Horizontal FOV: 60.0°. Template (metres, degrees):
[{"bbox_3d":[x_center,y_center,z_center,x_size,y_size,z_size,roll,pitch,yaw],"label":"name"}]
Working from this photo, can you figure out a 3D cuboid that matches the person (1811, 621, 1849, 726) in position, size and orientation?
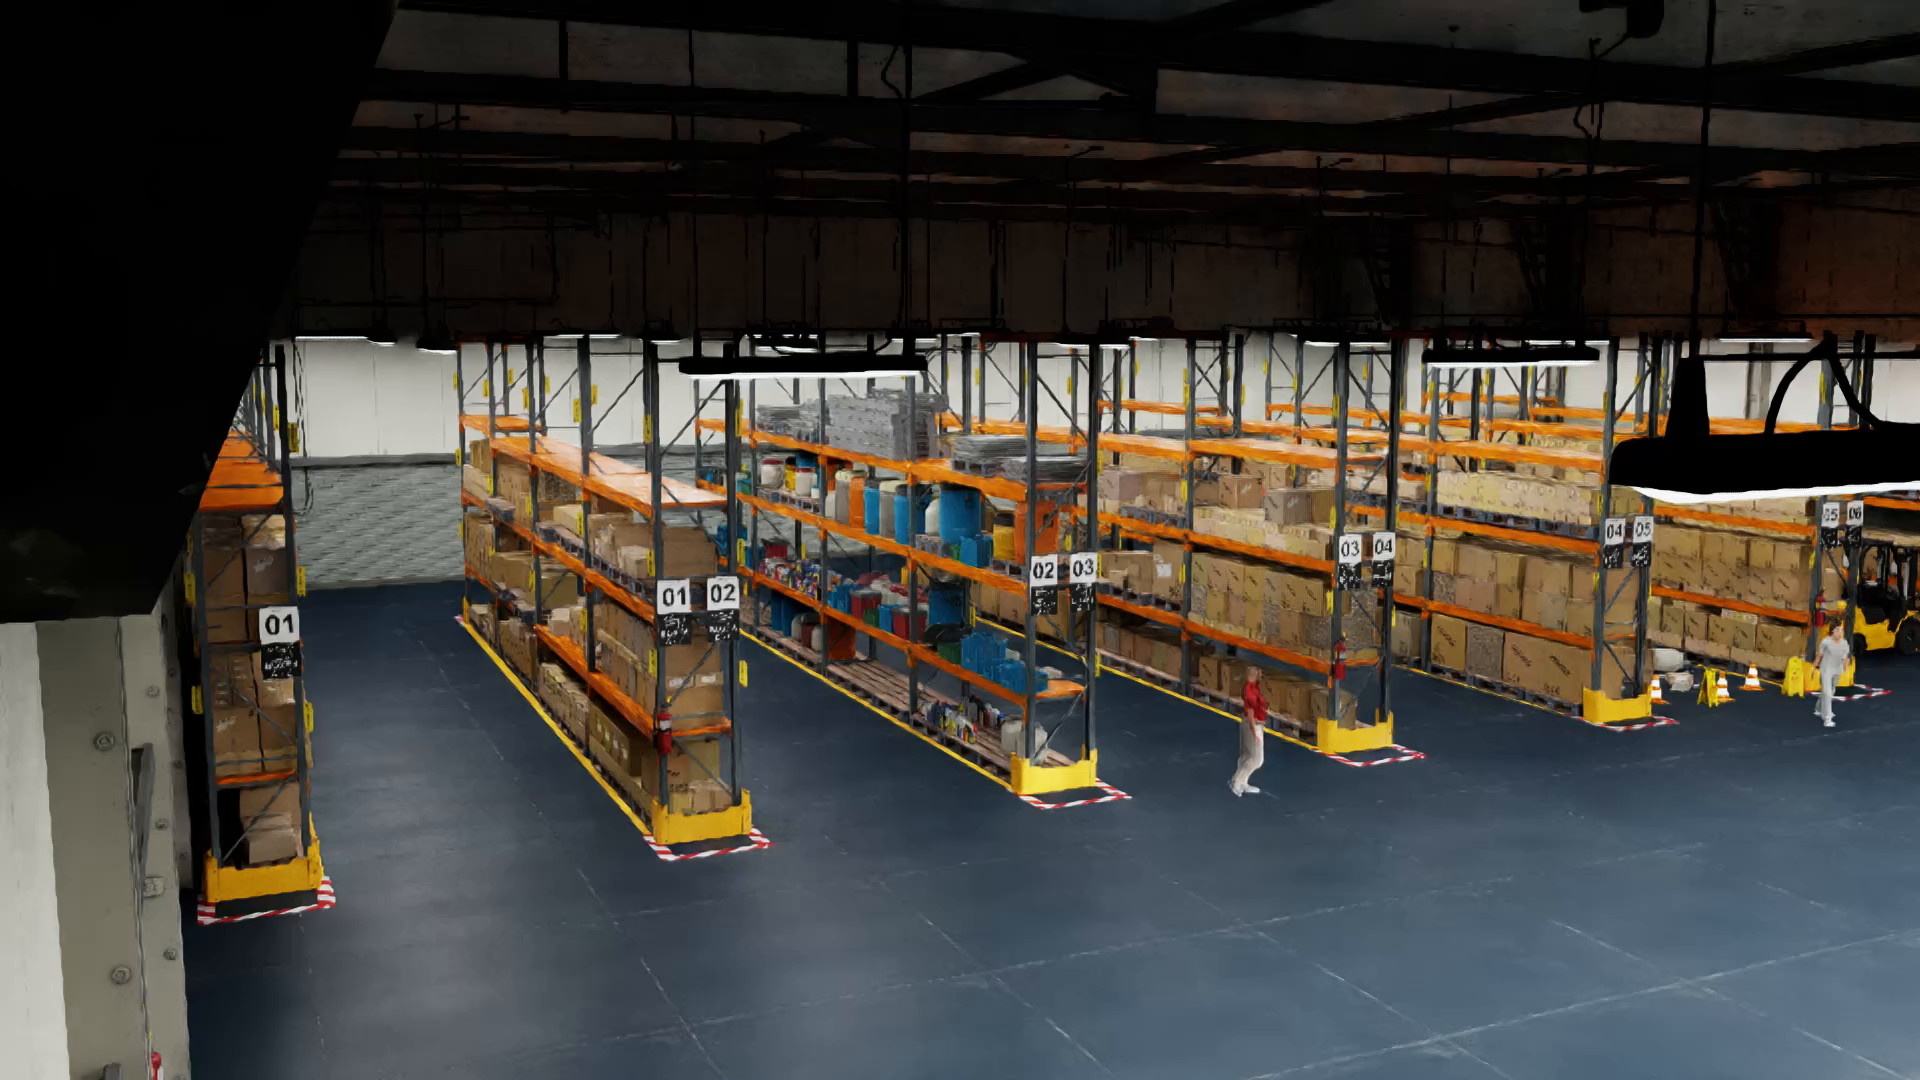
[{"bbox_3d":[13.557,2.055,25.859,0.482,1.615,0.948,0,8,-1],"label":"person"}]

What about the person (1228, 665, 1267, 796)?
[{"bbox_3d":[3.807,2.514,21.990,0.499,1.718,0.712,1,8,9],"label":"person"}]
